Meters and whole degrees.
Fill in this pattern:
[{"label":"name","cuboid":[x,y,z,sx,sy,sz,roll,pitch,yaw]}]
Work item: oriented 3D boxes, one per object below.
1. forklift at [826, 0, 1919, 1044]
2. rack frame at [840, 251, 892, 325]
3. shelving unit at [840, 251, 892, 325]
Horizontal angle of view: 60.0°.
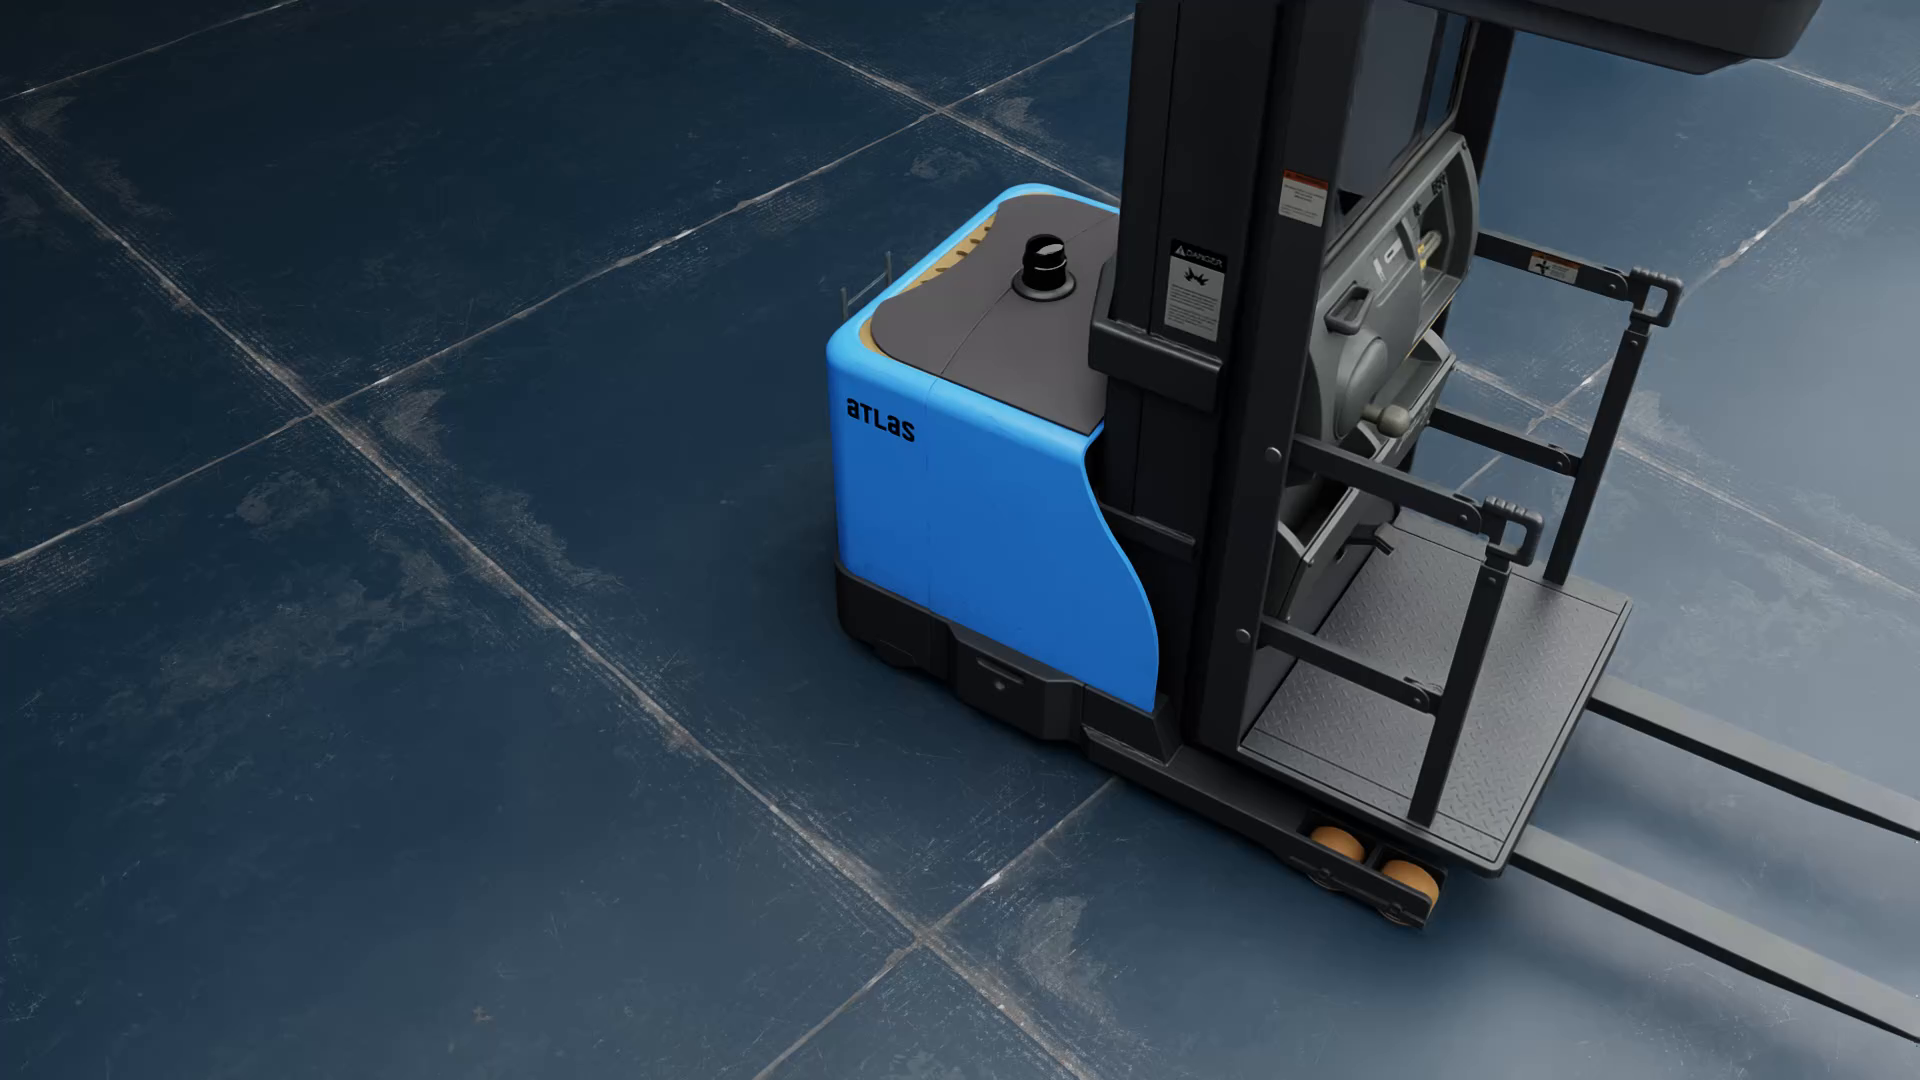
[{"label":"forklift","cuboid":[1.154,-0.521,3.654,3.031,2.935,1.130,24,48,24]},{"label":"rack frame","cuboid":[-0.269,-0.440,5.063,0.006,0.900,0.240,24,48,24]},{"label":"shelving unit","cuboid":[-0.184,-0.403,5.023,0.210,0.900,0.258,24,48,24]}]
